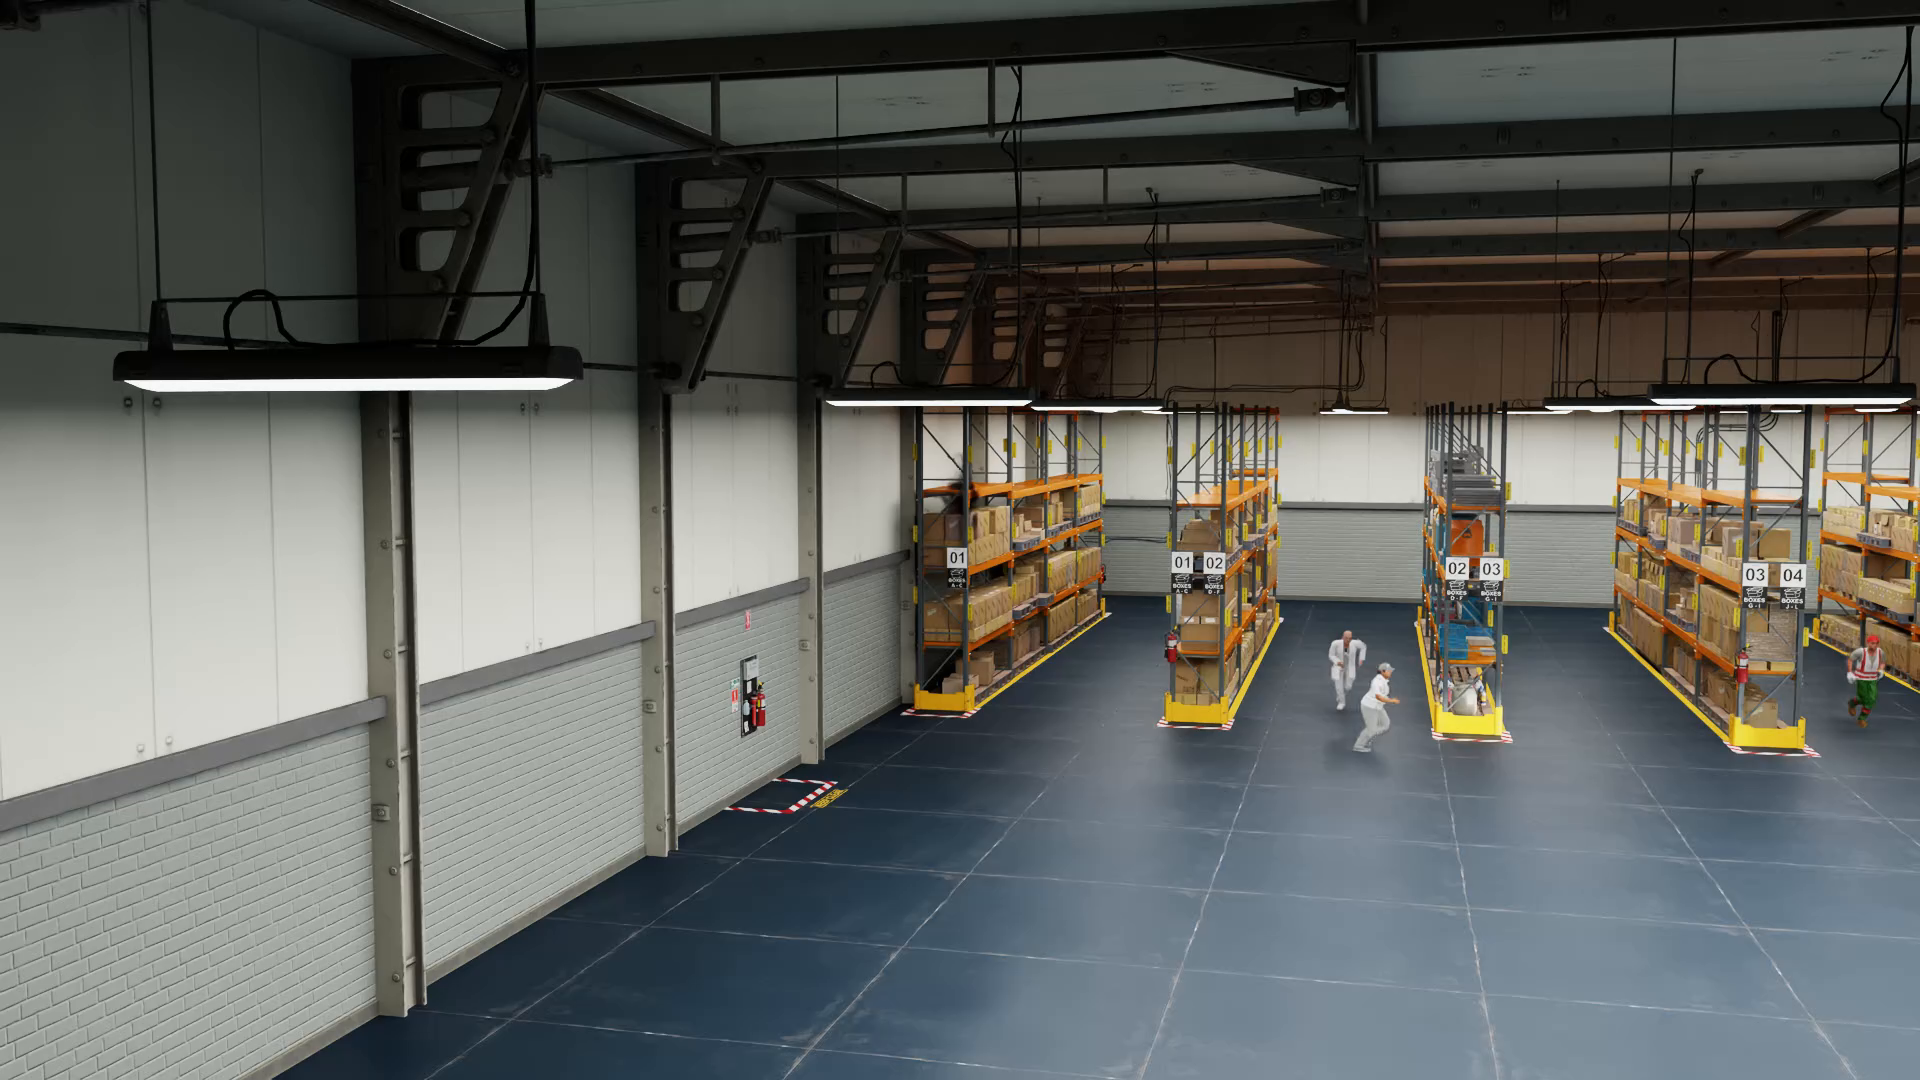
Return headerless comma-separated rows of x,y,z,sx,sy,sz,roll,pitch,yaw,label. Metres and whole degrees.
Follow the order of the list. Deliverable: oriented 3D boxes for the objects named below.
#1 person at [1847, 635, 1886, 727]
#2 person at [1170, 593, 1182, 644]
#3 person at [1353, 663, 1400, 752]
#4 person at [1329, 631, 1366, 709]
16.821,2.593,30.883,0.637,1.715,0.751,0,4,-5,person
5.621,1.749,41.971,0.636,1.820,0.727,1,4,8,person
7.111,2.853,28.348,0.775,1.553,0.600,2,5,26,person
7.556,2.536,32.458,0.740,1.595,0.872,0,4,4,person
